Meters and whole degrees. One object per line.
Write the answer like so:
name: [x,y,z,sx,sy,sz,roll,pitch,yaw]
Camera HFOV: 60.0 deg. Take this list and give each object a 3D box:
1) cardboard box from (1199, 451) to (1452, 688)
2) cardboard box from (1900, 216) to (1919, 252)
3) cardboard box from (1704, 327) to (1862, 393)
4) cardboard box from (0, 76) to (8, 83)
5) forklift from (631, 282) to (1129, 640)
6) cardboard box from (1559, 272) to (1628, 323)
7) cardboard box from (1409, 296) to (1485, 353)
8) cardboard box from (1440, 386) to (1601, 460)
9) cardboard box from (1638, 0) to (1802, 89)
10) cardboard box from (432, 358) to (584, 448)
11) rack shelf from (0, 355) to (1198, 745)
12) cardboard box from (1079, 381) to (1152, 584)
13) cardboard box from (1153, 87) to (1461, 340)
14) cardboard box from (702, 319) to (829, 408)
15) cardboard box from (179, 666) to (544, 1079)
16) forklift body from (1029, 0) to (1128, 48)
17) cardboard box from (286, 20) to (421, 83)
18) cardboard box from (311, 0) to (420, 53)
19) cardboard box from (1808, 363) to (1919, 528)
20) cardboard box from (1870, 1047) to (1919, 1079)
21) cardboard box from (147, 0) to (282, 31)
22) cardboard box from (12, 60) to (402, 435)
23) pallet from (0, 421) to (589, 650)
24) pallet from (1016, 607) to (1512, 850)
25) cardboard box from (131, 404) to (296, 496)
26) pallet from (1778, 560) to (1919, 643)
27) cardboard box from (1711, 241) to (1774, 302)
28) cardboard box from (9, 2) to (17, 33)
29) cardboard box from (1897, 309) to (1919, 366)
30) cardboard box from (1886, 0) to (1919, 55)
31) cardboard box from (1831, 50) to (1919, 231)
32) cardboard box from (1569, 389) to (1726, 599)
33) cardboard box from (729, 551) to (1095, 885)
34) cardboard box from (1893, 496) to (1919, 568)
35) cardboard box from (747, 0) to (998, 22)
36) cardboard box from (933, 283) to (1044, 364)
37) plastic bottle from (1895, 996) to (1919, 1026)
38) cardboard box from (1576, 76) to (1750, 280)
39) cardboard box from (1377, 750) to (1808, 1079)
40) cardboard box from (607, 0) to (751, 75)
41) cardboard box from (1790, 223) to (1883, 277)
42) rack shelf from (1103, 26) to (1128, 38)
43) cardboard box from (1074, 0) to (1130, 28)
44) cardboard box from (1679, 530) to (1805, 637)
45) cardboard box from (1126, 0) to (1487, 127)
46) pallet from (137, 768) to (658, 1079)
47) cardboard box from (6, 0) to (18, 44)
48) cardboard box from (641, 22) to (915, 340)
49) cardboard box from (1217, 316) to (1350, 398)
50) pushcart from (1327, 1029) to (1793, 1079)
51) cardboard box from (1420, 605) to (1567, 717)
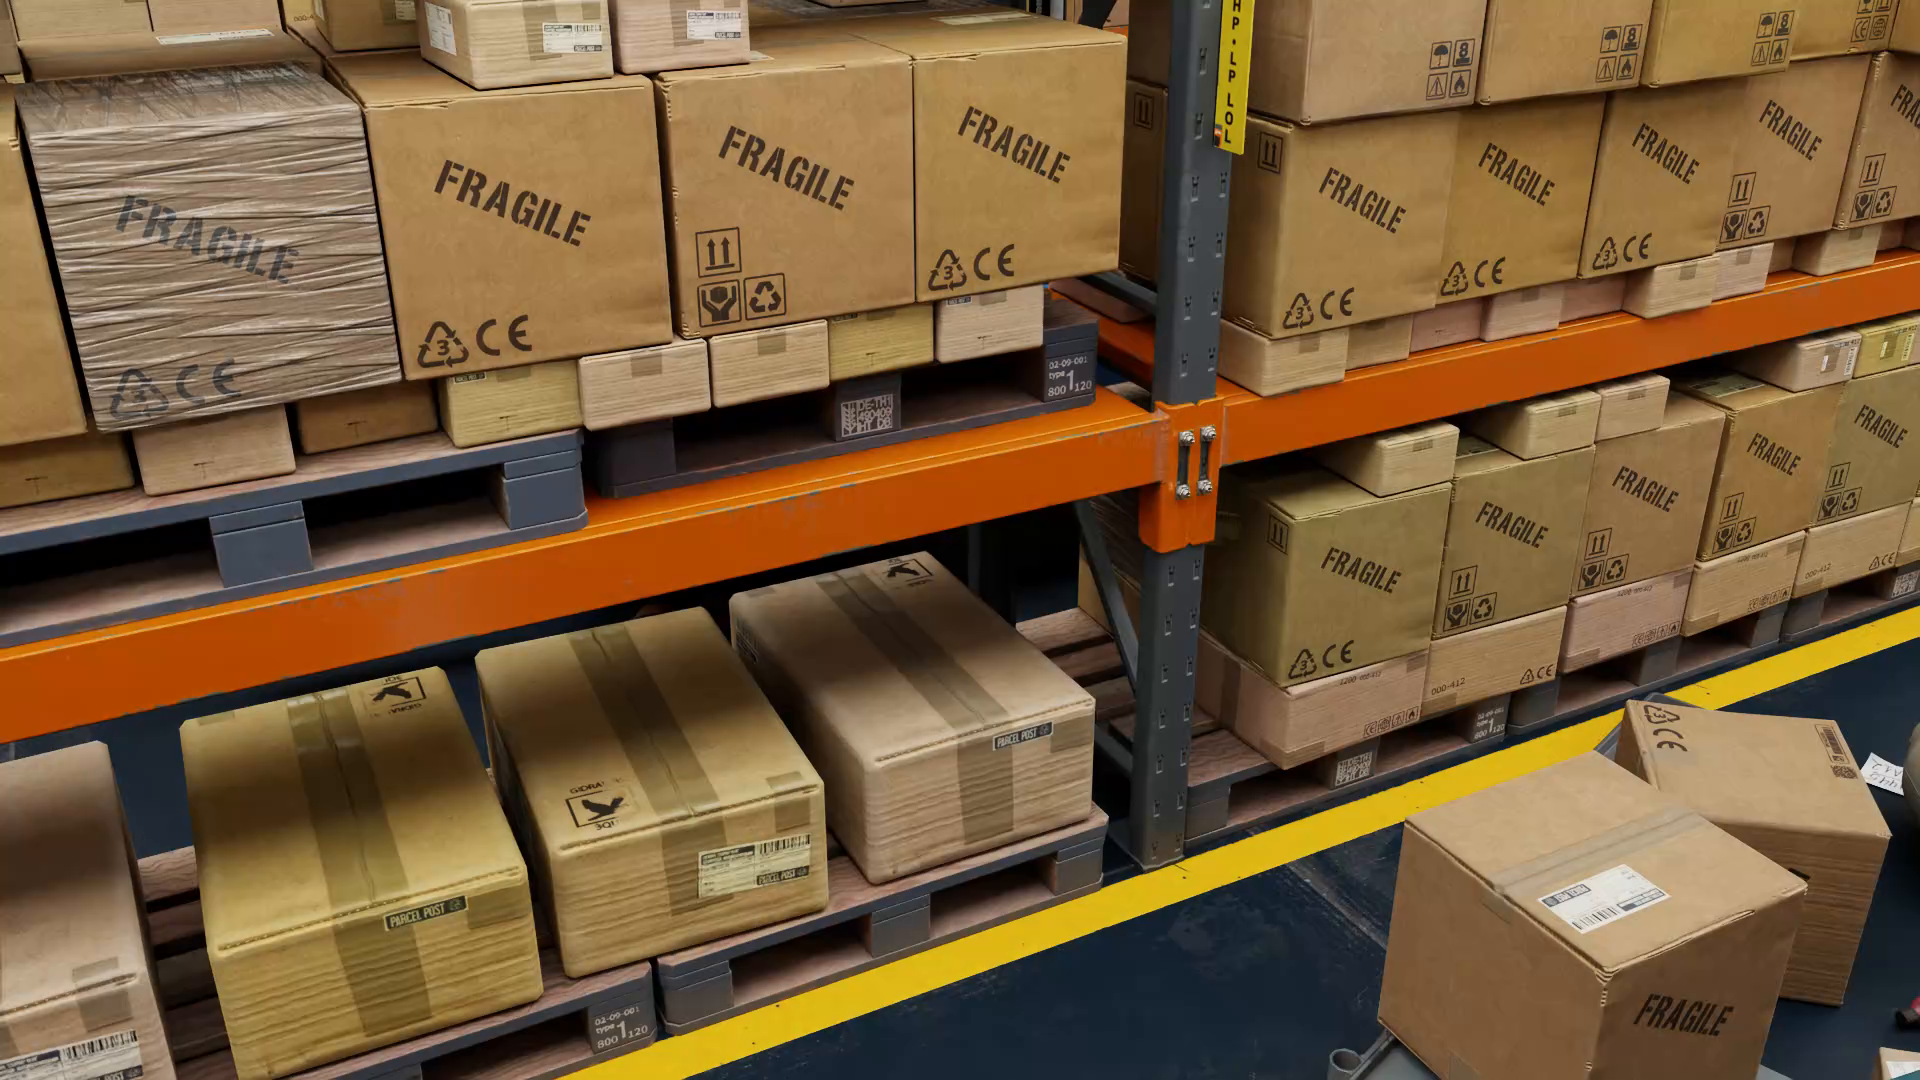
cardboard box: [0.958,0.025,4.557,0.500,0.500,0.500,-12,28,-23]
cardboard box: [2.990,-1.012,5.181,0.250,0.149,0.380,-12,28,-24]
cardboard box: [2.506,-0.599,5.107,0.250,0.149,0.380,-12,28,-23]
cardboard box: [-2.053,-0.635,3.163,0.500,0.500,0.500,-15,30,-29]
forklift: [-0.918,-1.208,5.379,3.031,2.935,1.130,-10,27,-20]
cardboard box: [1.612,-0.739,4.613,0.250,0.149,0.380,-13,29,-25]
cardboard box: [1.157,-0.635,4.398,0.250,0.149,0.380,-13,29,-25]
cardboard box: [1.549,-0.375,4.641,0.250,0.149,0.380,-12,28,-23]
cardboard box: [1.717,-1.494,4.282,0.500,0.500,0.700,-14,29,-26]
cardboard box: [-0.921,-0.333,3.284,0.250,0.149,0.380,-13,29,-25]
rack shelf: [-1.455,0.062,3.487,4.000,0.370,1.077,-13,29,-25]
cardboard box: [0.706,-0.181,4.986,0.500,0.500,0.500,-13,29,-26]
cardboard box: [0.829,-0.832,4.059,0.500,0.500,0.500,-13,29,-25]
cardboard box: [-0.466,-0.423,3.470,0.250,0.149,0.380,-14,29,-26]
cardboard box: [-1.397,0.723,3.829,0.625,0.372,0.950,-12,28,-23]
forklift body: [0.686,-1.914,7.751,1.214,2.155,2.313,-13,29,-25]
cardboard box: [-1.123,-0.855,3.620,0.500,0.500,0.500,-13,29,-25]
cardboard box: [-1.182,-1.110,3.401,0.250,0.149,0.380,-11,28,-22]
cardboard box: [2.796,-0.402,5.447,0.500,0.500,0.500,-12,28,-23]
cardboard box: [2.039,1.216,3.410,0.258,0.266,0.396,10,27,20]
cardboard box: [-3.246,-2.316,7.203,0.500,0.250,0.500,-12,28,-24]
cardboard box: [-1.347,-0.545,2.976,0.500,0.500,0.500,-14,29,-27]
pallet: [-1.492,-0.188,3.397,1.213,0.211,1.003,-13,29,-25]
pallet: [0.886,0.437,5.096,1.213,0.211,1.003,-13,29,-25]
cardboard box: [-1.396,-0.237,3.083,0.250,0.149,0.380,-12,28,-23]
pallet: [3.039,-0.060,6.131,1.213,0.211,1.003,-13,29,-25]
cardboard box: [2.081,-0.817,4.777,0.250,0.149,0.380,-13,29,-25]
cardboard box: [-3.952,-2.411,7.401,0.500,0.250,0.500,-14,29,-26]
cardboard box: [2.963,-0.702,5.322,0.250,0.149,0.380,-12,28,-24]
cardboard box: [2.640,-1.684,4.677,0.500,0.500,0.700,-13,29,-26]
cardboard box: [2.603,-1.247,4.923,0.500,0.500,0.500,-13,29,-25]
cardboard box: [1.883,-0.193,5.012,0.500,0.500,0.500,-11,28,-22]
cardboard box: [-0.152,0.433,4.433,0.625,0.372,0.950,-13,28,-24]
cardboard box: [3.232,-0.162,5.814,0.500,0.250,0.500,-13,29,-25]
cardboard box: [-0.239,-1.052,4.032,0.500,0.500,0.500,-12,28,-24]
cardboard box: [-0.014,-0.536,3.705,0.250,0.149,0.380,-13,28,-24]
plastic bottle: [2.331,1.108,3.871,0.283,0.061,0.133,-8,27,-16]
cardboard box: [1.710,-1.041,4.493,0.500,0.500,0.500,-13,29,-26]
cardboard box: [1.174,0.789,3.154,0.500,0.500,0.500,-13,29,-25]
cardboard box: [-0.593,-1.005,3.184,0.250,0.149,0.380,-14,29,-27]
cardboard box: [2.514,-0.926,5.004,0.250,0.149,0.380,-13,29,-26]
rack shelf: [-0.264,-2.648,9.131,4.000,0.370,1.077,-13,29,-25]
cardboard box: [0.728,-3.122,9.171,0.500,0.500,0.500,-12,28,-23]
cardboard box: [2.333,0.044,5.384,0.500,0.250,0.500,-14,29,-27]
cardboard box: [0.800,-1.307,3.891,0.500,0.500,0.700,-13,29,-26]
pallet: [-1.454,0.996,3.931,1.213,0.211,1.003,-13,29,-25]
cardboard box: [-4.139,-2.106,6.767,0.500,0.250,0.500,-14,29,-26]
cardboard box: [-0.427,-0.755,3.413,0.500,0.500,0.500,-13,28,-25]
cardboard box: [0.739,-0.498,4.113,0.250,0.149,0.380,-13,29,-25]
pushcart: [1.427,1.373,2.955,1.648,0.377,0.936,21,33,37]
cardboard box: [1.423,0.250,4.955,0.500,0.250,0.500,-11,28,-22]
